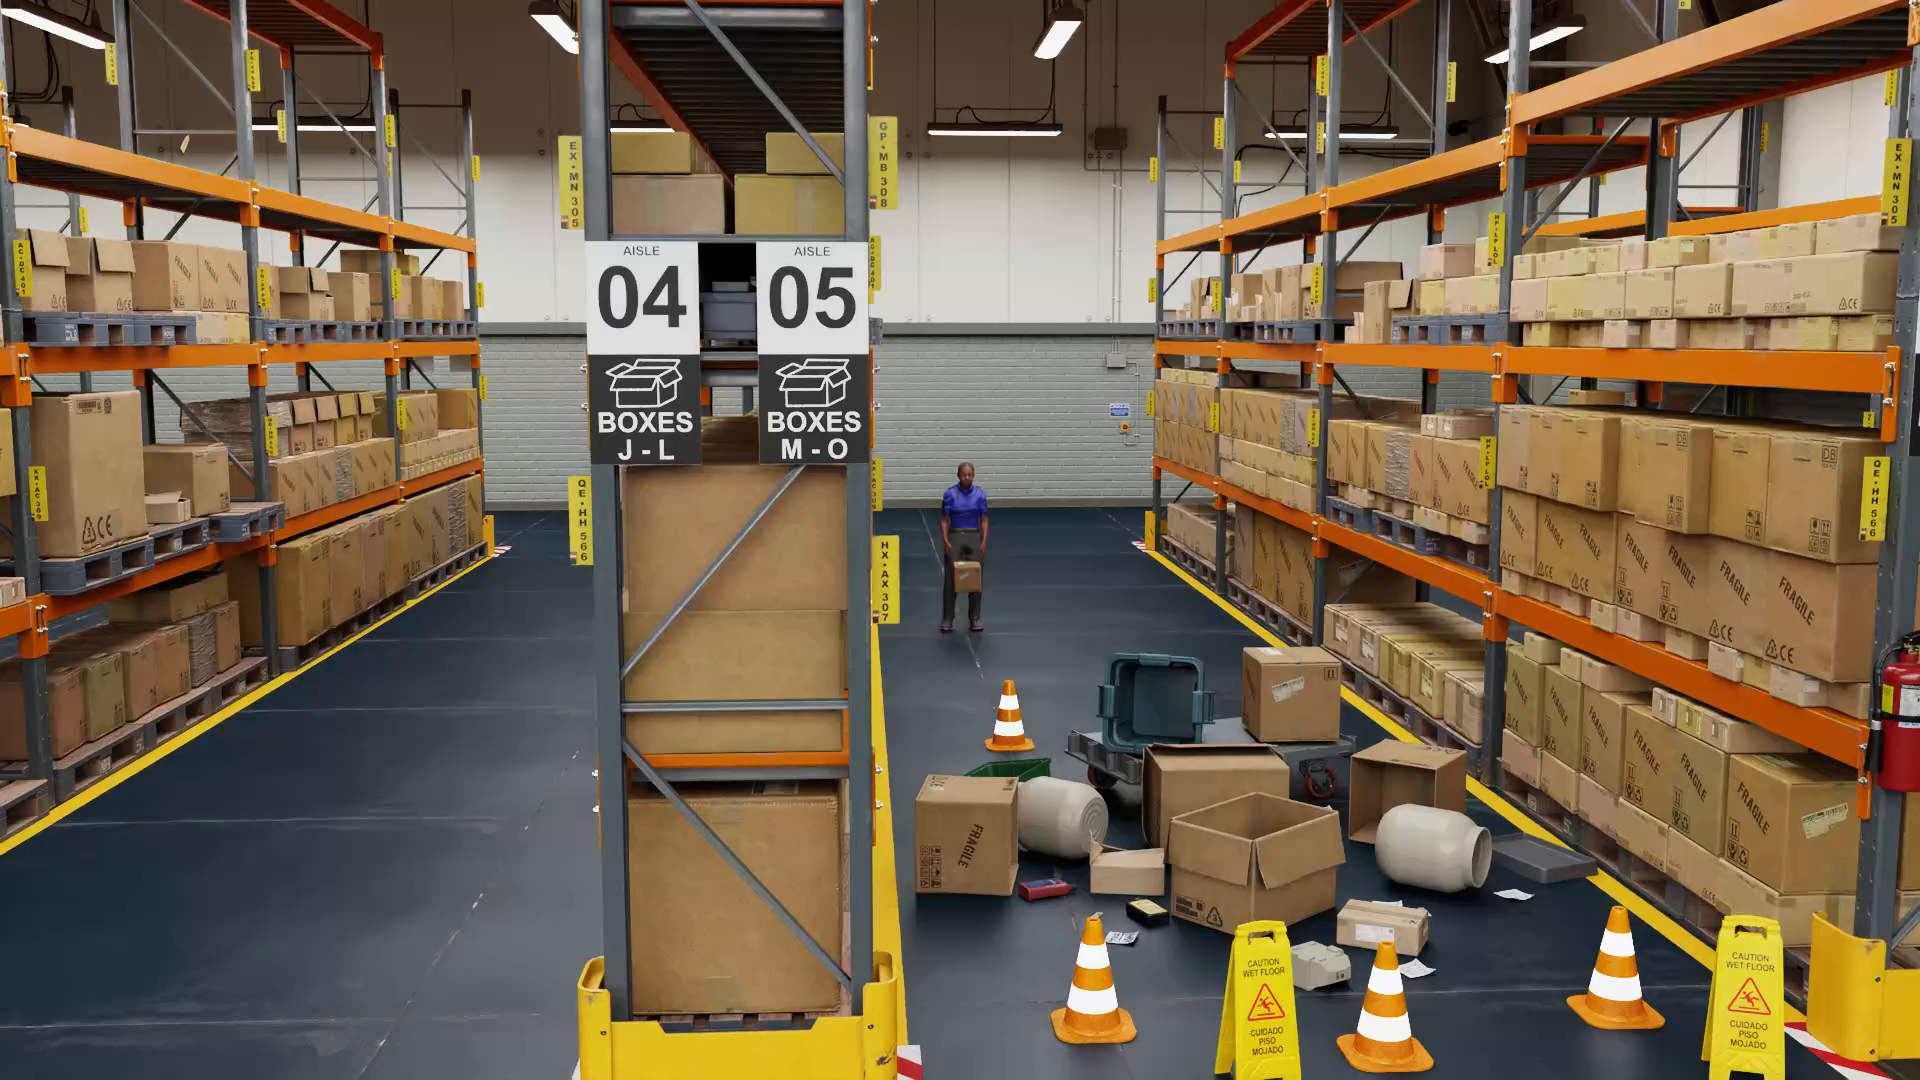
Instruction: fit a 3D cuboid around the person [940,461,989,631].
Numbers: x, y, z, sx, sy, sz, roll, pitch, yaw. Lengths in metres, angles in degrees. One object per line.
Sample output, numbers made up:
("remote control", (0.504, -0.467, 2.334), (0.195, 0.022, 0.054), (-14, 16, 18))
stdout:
("person", (0.039, 0.049, 16.346), (0.492, 1.660, 0.345), (-1, 7, -5))
